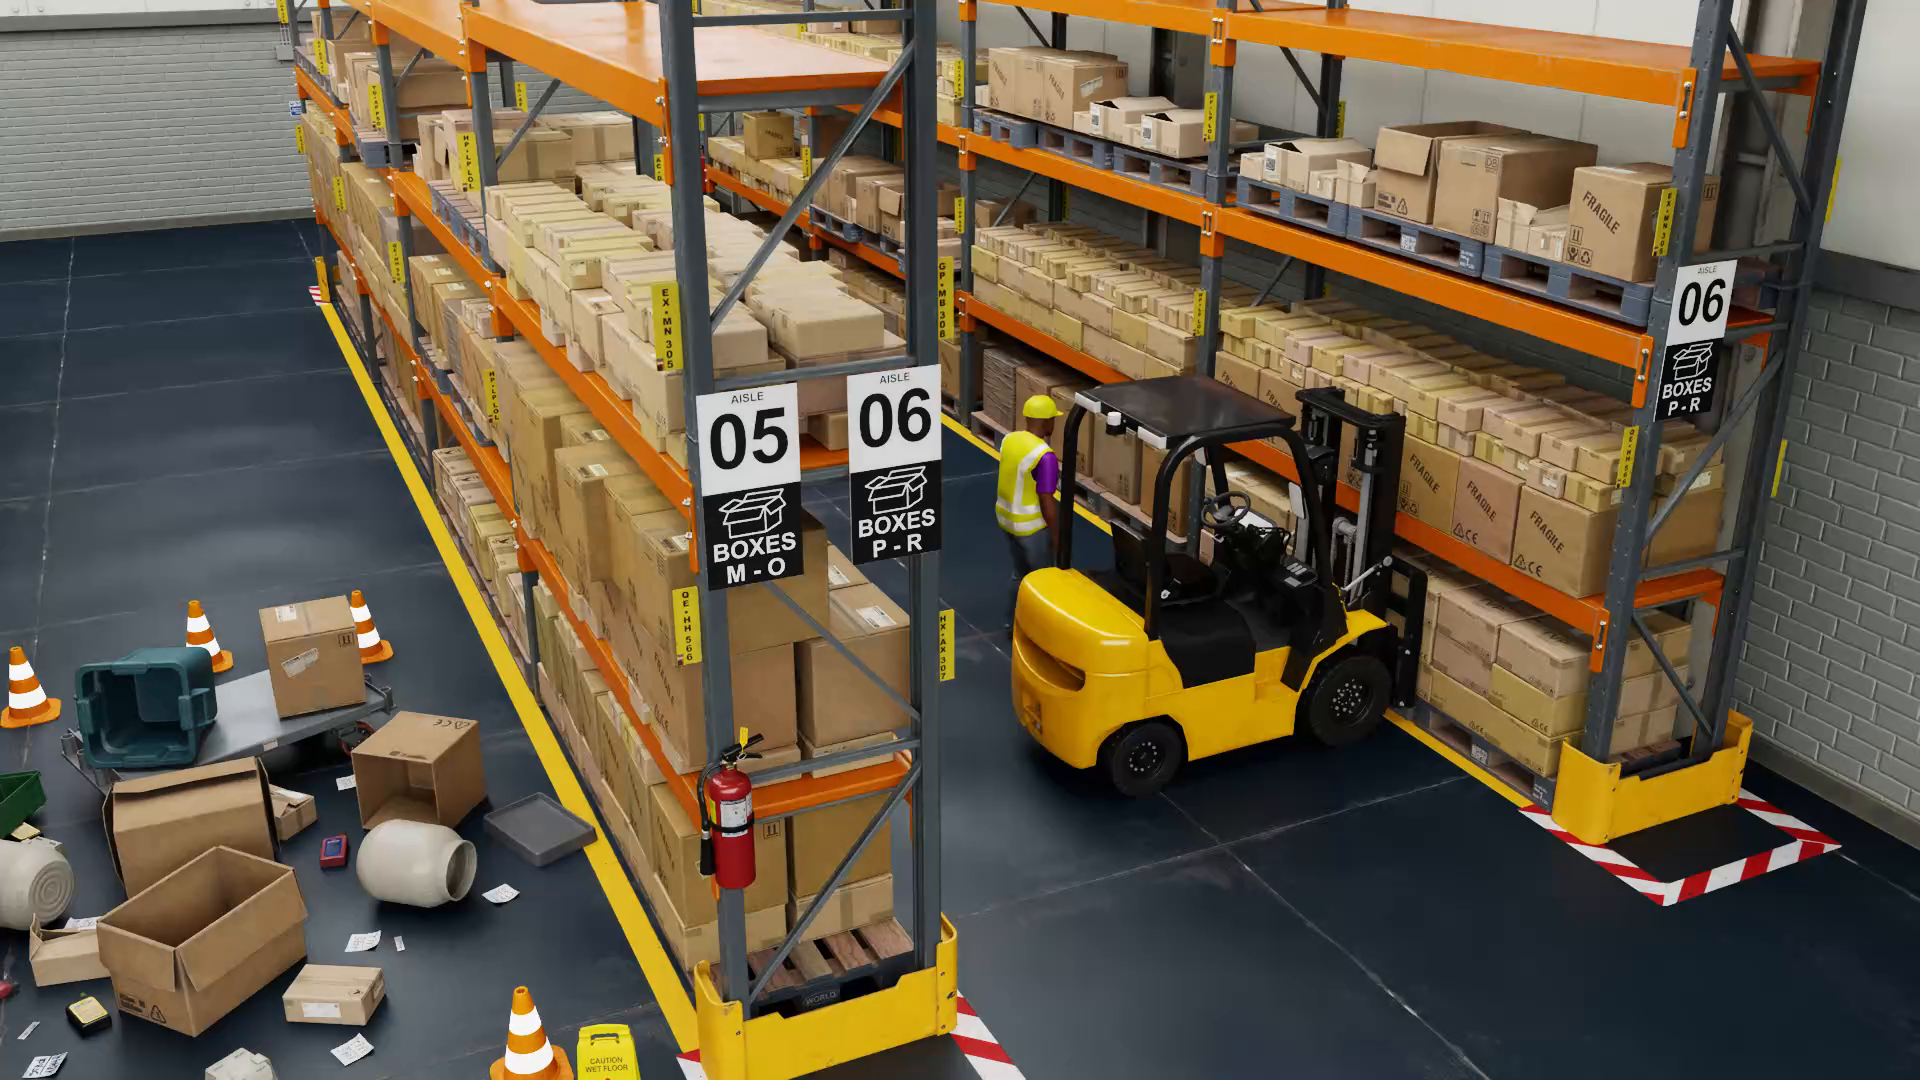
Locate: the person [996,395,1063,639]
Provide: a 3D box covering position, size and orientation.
[{"bbox_3d":[0.492,-0.124,11.305,0.457,1.760,0.635,-12,25,-27],"label":"person"}]
